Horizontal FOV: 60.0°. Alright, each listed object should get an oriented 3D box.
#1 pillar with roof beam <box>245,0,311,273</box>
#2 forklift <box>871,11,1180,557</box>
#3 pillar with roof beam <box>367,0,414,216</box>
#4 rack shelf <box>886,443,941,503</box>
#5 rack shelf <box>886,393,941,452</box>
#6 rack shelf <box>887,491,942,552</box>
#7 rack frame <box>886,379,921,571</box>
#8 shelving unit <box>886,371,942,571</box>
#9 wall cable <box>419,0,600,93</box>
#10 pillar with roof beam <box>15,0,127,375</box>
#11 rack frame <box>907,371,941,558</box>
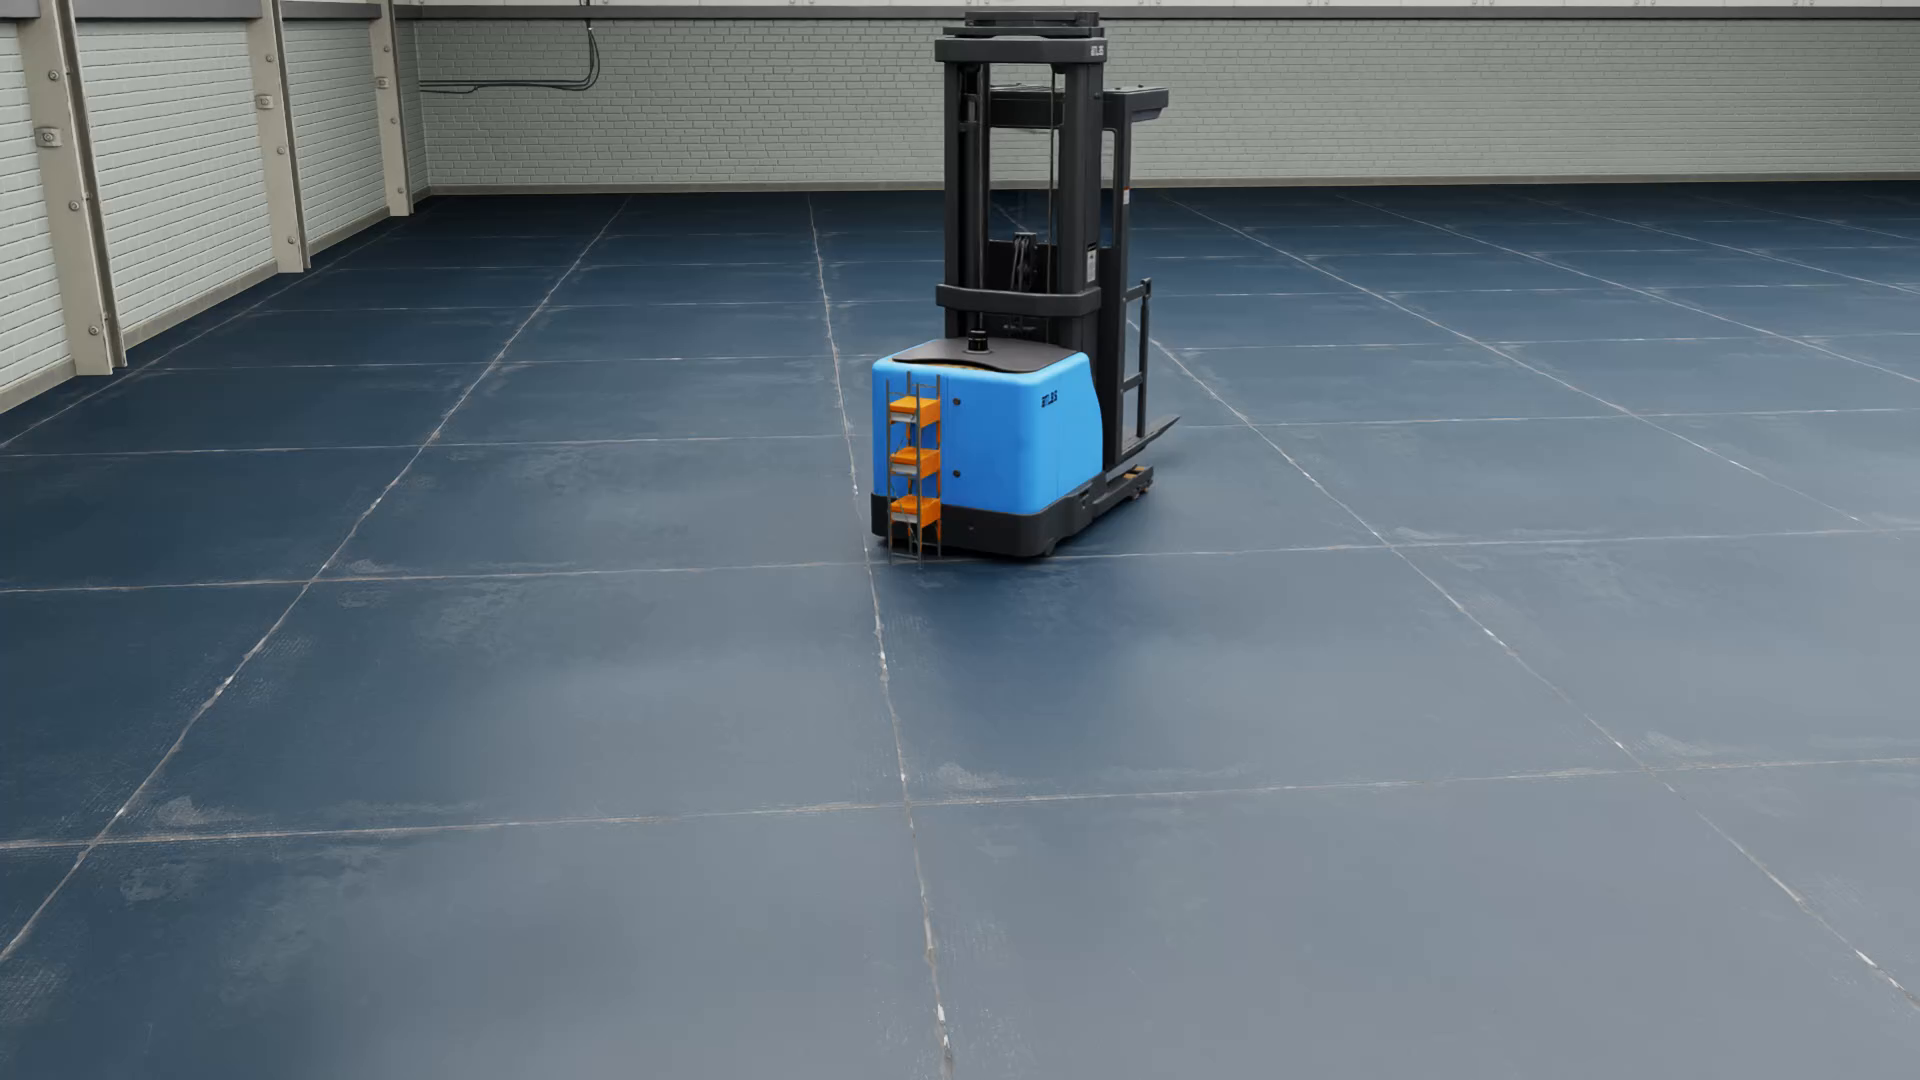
[{"bbox_3d":[-3.748,-7.677,19.106,9.100,9.000,0.400,-2,18,-6],"label":"pillar with roof beam"},{"bbox_3d":[0.589,-1.703,10.207,1.130,2.935,3.031,8,19,25],"label":"forklift"},{"bbox_3d":[-4.367,-9.464,24.800,9.100,9.000,0.400,-2,18,-6],"label":"pillar with roof beam"},{"bbox_3d":[-0.252,-0.370,9.136,0.215,0.259,0.240,8,19,25],"label":"rack shelf"},{"bbox_3d":[-0.252,-0.640,9.052,0.215,0.259,0.240,8,19,25],"label":"rack shelf"},{"bbox_3d":[-0.251,-0.104,9.220,0.215,0.259,0.240,8,19,25],"label":"rack shelf"},{"bbox_3d":[-0.305,-0.347,9.029,0.200,1.050,0.008,8,19,25],"label":"rack frame"},{"bbox_3d":[-0.252,-0.380,9.133,0.215,1.050,0.252,8,19,25],"label":"shelving unit"},{"bbox_3d":[-7.638,-8.768,27.767,3.097,2.526,0.112,-2,18,-6],"label":"wall cable"},{"bbox_3d":[-3.129,-5.889,13.412,9.100,9.000,0.400,-2,18,-6],"label":"pillar with roof beam"},{"bbox_3d":[-0.198,-0.412,9.238,0.200,1.050,0.008,8,19,25],"label":"rack frame"}]
